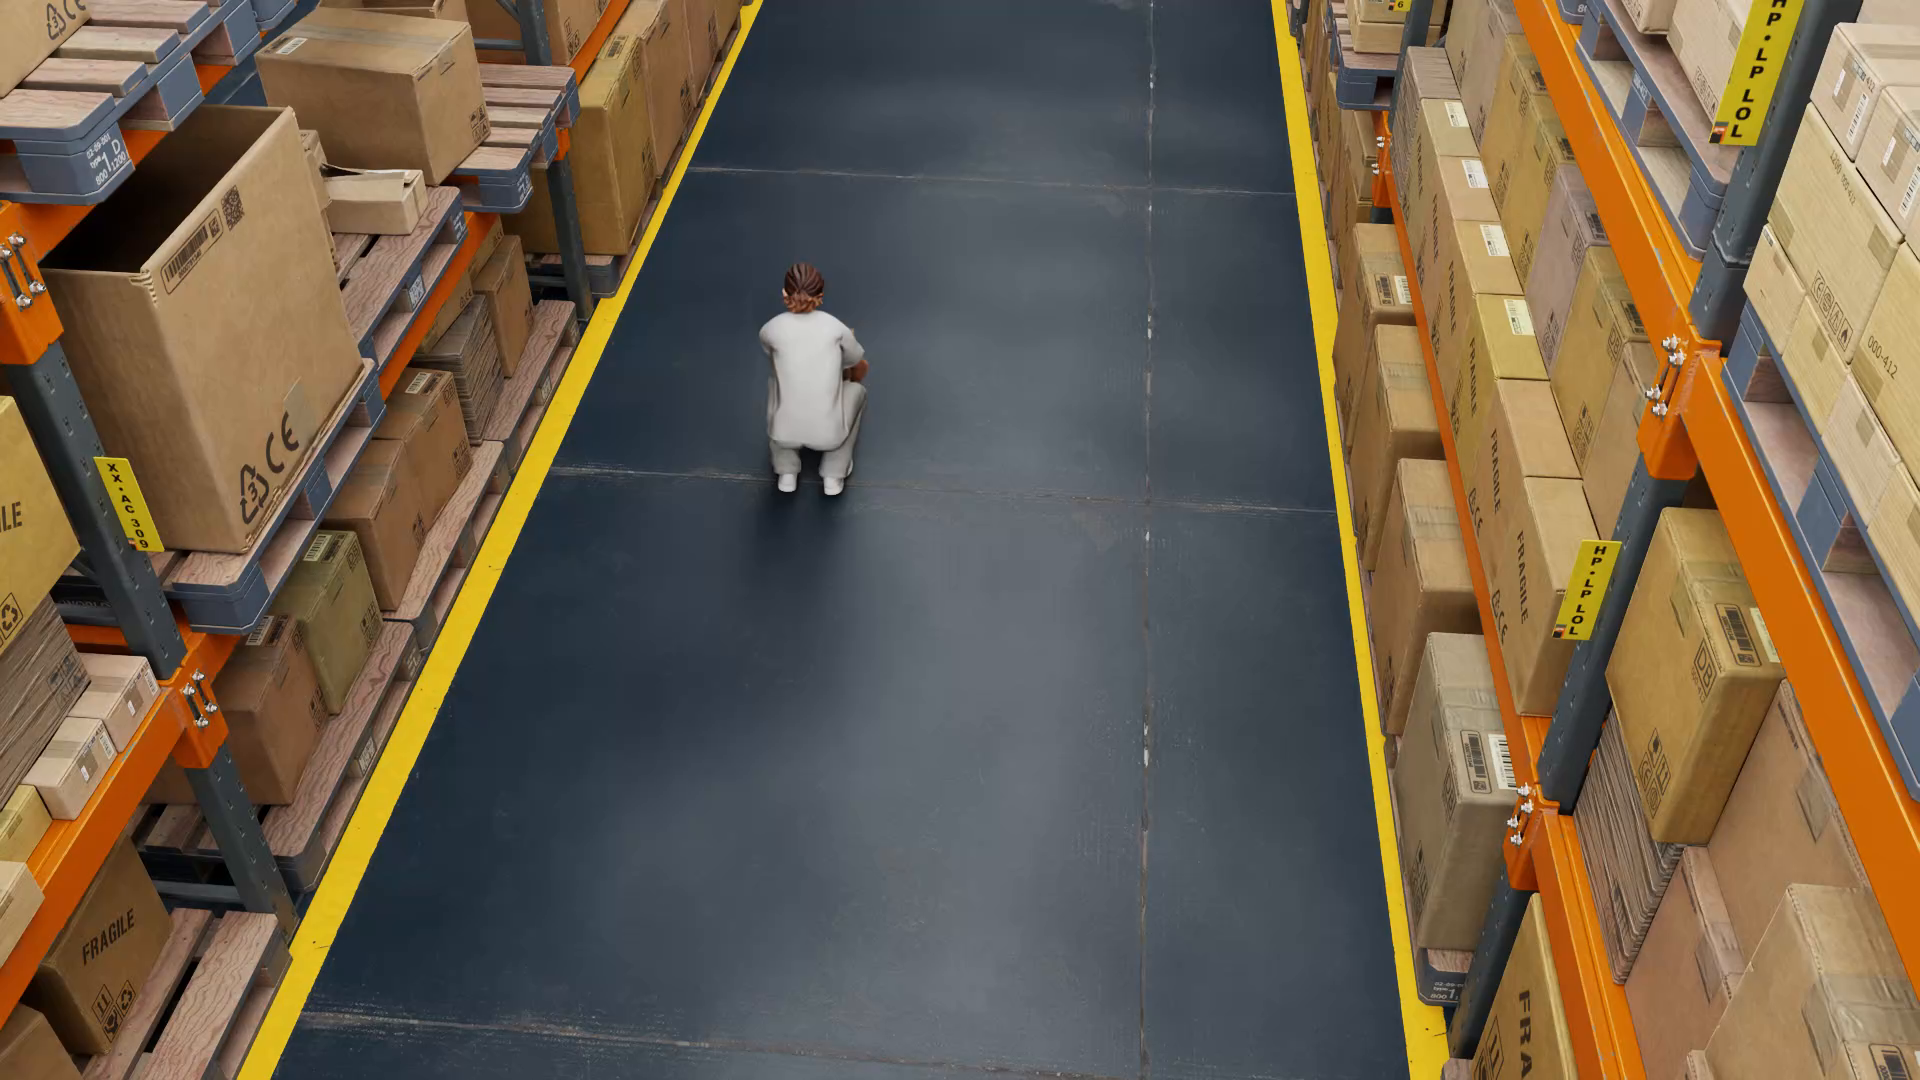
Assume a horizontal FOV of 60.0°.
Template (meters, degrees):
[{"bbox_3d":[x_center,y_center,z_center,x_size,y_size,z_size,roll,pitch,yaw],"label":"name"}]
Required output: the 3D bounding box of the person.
[{"bbox_3d":[-0.680,-0.746,7.618,0.485,0.938,0.794,3,40,4],"label":"person"}]
